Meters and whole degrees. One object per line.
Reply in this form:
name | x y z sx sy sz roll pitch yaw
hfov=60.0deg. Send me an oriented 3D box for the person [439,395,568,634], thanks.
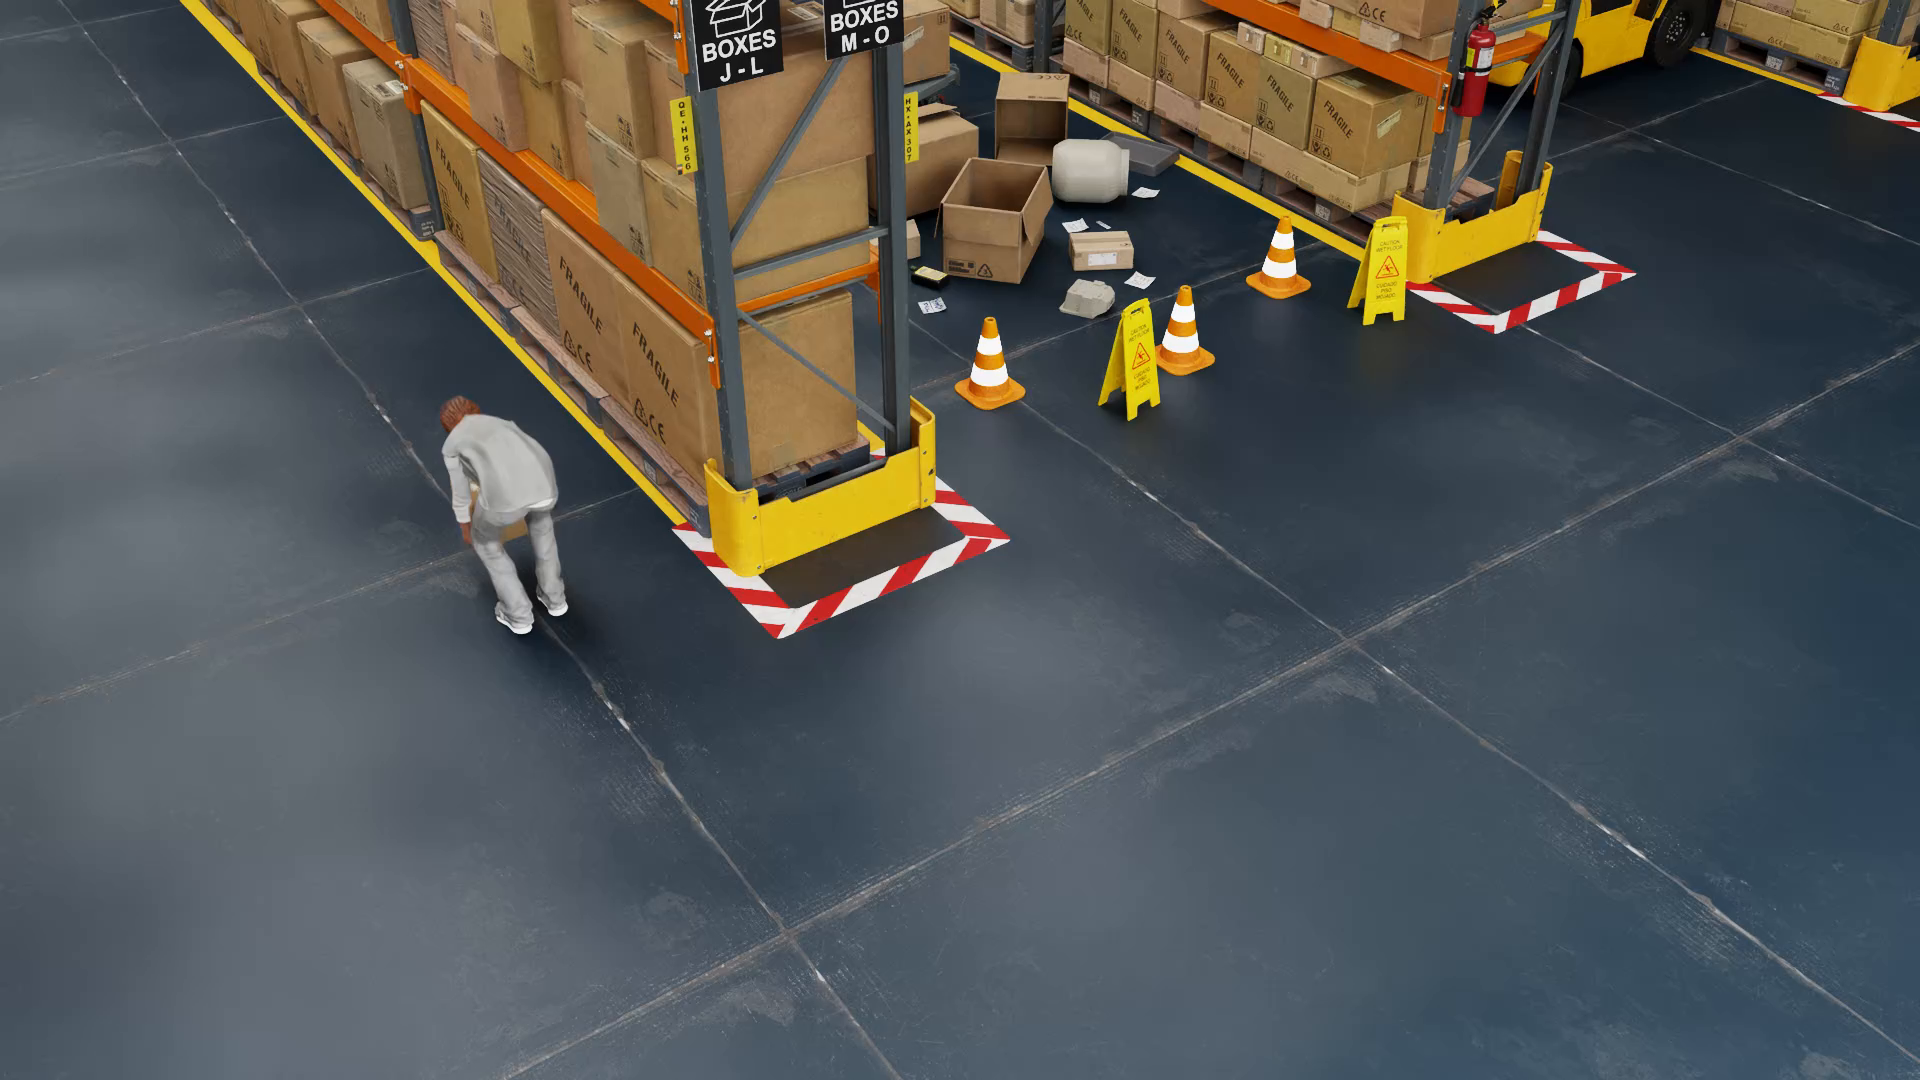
person | -2.121 -0.134 7.692 0.395 0.990 0.871 -25 43 -29
